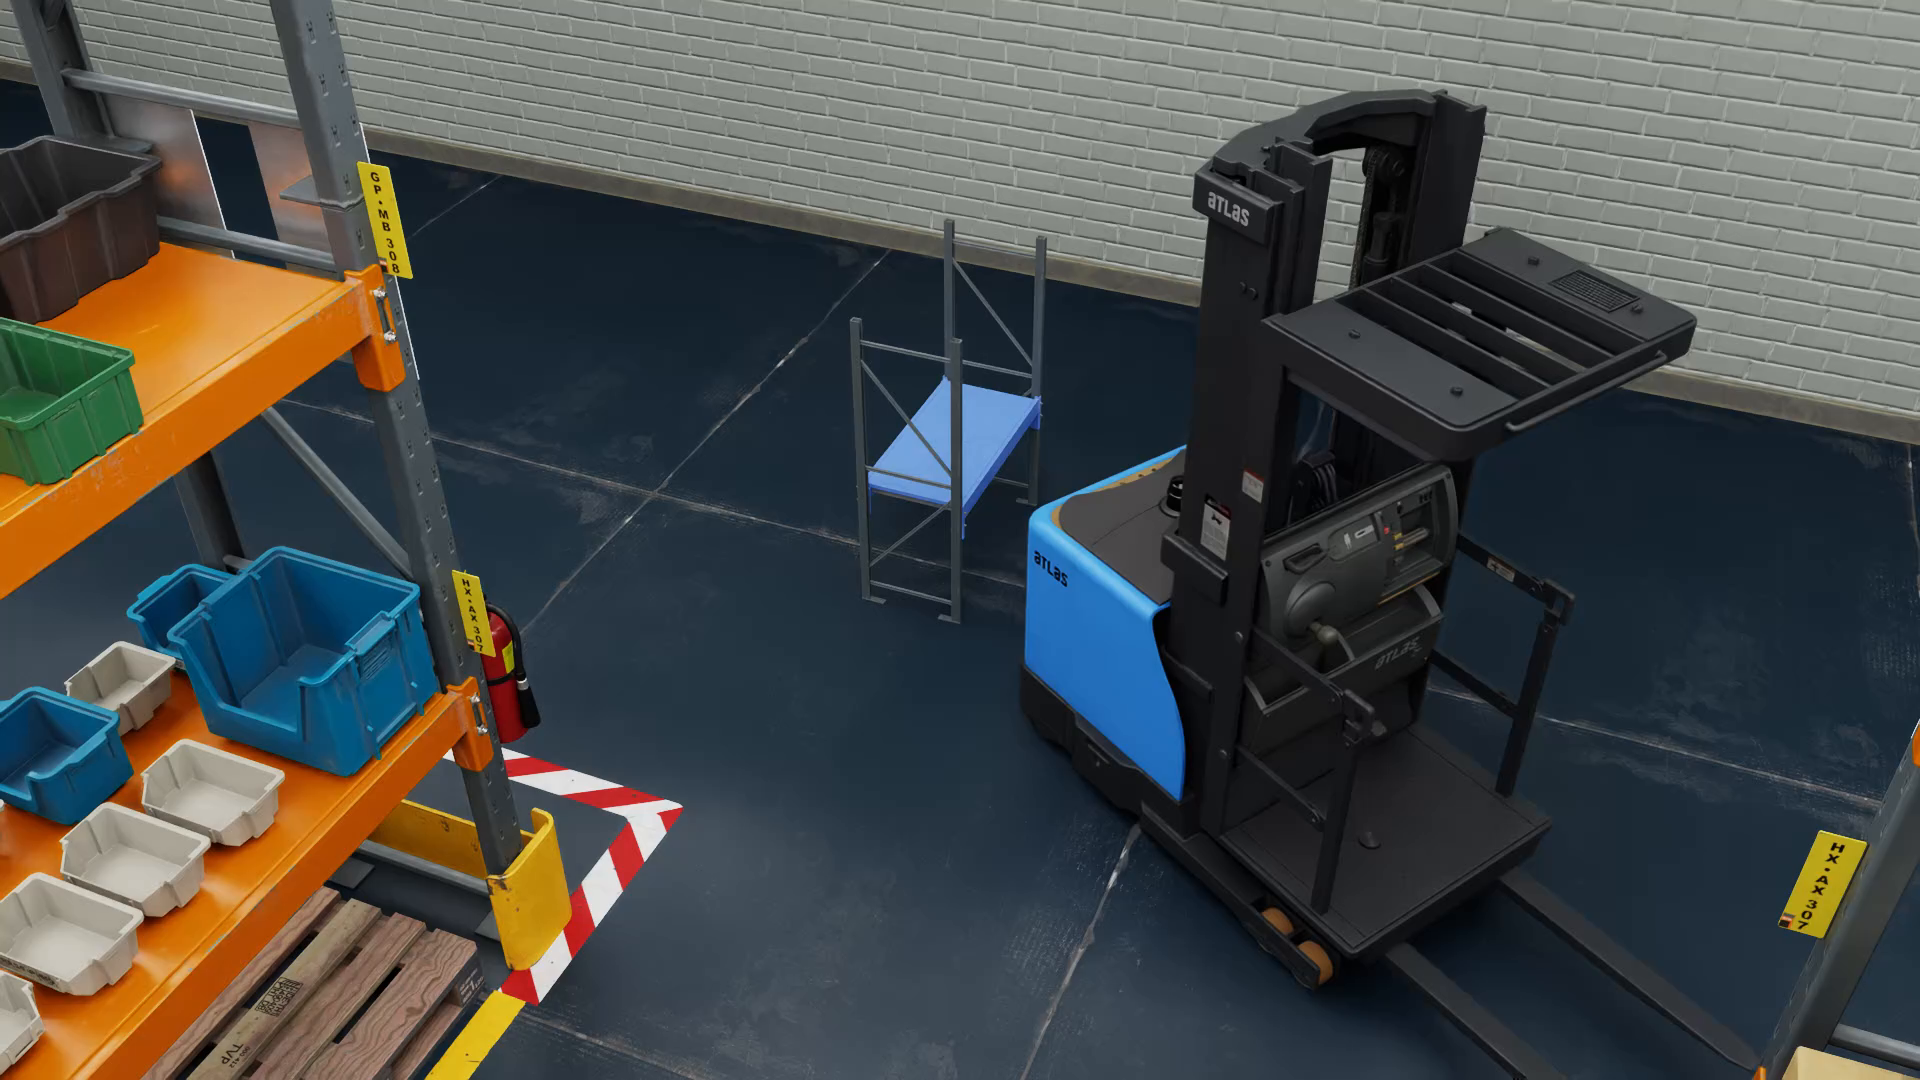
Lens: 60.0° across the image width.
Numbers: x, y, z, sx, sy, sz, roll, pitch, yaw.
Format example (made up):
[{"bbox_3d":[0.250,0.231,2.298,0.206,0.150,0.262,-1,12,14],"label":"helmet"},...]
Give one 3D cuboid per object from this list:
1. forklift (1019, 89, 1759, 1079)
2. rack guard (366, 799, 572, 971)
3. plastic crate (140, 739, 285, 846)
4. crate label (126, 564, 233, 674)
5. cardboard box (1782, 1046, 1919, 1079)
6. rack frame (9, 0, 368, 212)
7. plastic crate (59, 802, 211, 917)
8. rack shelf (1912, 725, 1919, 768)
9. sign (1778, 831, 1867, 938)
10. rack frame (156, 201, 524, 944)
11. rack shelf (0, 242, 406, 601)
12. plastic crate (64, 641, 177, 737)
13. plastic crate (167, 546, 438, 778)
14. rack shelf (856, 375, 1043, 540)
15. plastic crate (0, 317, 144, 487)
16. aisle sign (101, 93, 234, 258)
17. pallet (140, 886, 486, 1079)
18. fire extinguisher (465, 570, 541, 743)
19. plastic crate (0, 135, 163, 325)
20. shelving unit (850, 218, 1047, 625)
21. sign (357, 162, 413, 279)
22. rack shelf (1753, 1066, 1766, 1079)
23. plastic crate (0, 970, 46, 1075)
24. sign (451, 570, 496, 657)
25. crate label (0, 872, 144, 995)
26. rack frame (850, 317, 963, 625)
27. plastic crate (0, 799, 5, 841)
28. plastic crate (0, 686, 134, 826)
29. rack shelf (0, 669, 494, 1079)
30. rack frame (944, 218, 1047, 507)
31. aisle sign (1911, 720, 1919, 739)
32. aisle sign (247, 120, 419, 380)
[{"bbox_3d":[1.520,0.123,5.637,1.130,2.935,3.031,-23,43,-28],"label":"forklift"},{"bbox_3d":[-2.064,1.171,6.266,1.175,0.500,0.348,14,39,18],"label":"rack guard"},{"bbox_3d":[-2.204,0.760,4.898,0.396,0.136,0.243,14,39,18],"label":"plastic crate"},{"bbox_3d":[-2.460,0.290,5.446,0.416,0.233,0.303,14,39,18],"label":"crate label"},{"bbox_3d":[2.087,1.459,3.669,0.500,0.250,0.500,13,39,17],"label":"cardboard box"},{"bbox_3d":[-2.061,-2.217,3.700,1.000,3.000,0.127,14,39,18],"label":"rack frame"},{"bbox_3d":[-2.328,0.917,4.688,0.396,0.136,0.243,14,39,18],"label":"plastic crate"},{"bbox_3d":[1.758,1.508,1.823,1.077,0.370,4.000,14,39,18],"label":"rack shelf"},{"bbox_3d":[2.008,0.806,3.877,0.100,0.325,0.005,14,39,18],"label":"sign"},{"bbox_3d":[-2.061,0.186,5.496,1.000,3.000,0.127,14,39,18],"label":"rack frame"},{"bbox_3d":[-2.822,0.380,3.332,1.077,0.370,4.000,14,39,18],"label":"rack shelf"},{"bbox_3d":[-2.658,0.488,5.262,0.250,0.136,0.298,14,39,18],"label":"plastic crate"},{"bbox_3d":[-2.016,0.375,5.163,0.616,0.435,0.499,14,39,18],"label":"plastic crate"},{"bbox_3d":[-0.032,-0.409,7.845,0.538,0.185,1.000,14,39,18],"label":"rack shelf"},{"bbox_3d":[-2.172,-0.320,3.844,0.450,0.188,0.336,14,39,18],"label":"plastic crate"},{"bbox_3d":[-2.309,-0.963,4.862,0.394,0.787,0.004,14,39,18],"label":"aisle sign"},{"bbox_3d":[-2.411,1.750,5.732,1.003,0.211,1.213,14,39,18],"label":"pallet"},{"bbox_3d":[-1.584,0.386,5.604,0.296,0.674,0.183,14,39,18],"label":"fire extinguisher"},{"bbox_3d":[-2.465,-0.814,4.437,0.497,0.269,0.590,14,39,18],"label":"plastic crate"},{"bbox_3d":[-0.032,-0.554,7.738,0.538,1.500,1.048,14,39,18],"label":"shelving unit"},{"bbox_3d":[-1.546,-0.858,4.474,0.100,0.325,0.005,14,39,18],"label":"sign"},{"bbox_3d":[1.758,2.709,2.721,1.077,0.370,4.000,14,39,18],"label":"rack shelf"},{"bbox_3d":[-2.507,1.245,4.249,0.298,0.136,0.250,14,39,18],"label":"plastic crate"},{"bbox_3d":[-1.546,0.237,5.292,0.100,0.325,0.005,14,39,18],"label":"sign"},{"bbox_3d":[-2.411,1.077,4.474,0.396,0.136,0.243,14,39,18],"label":"crate label"},{"bbox_3d":[-0.226,-0.272,7.361,0.500,1.500,0.032,14,39,18],"label":"rack frame"},{"bbox_3d":[-2.916,0.863,4.760,0.250,0.136,0.298,14,39,18],"label":"plastic crate"},{"bbox_3d":[-2.710,0.655,4.958,0.416,0.233,0.300,14,39,18],"label":"plastic crate"},{"bbox_3d":[-2.822,1.581,4.230,1.077,0.370,4.000,14,39,18],"label":"rack shelf"},{"bbox_3d":[0.161,-0.835,8.114,0.500,1.500,0.032,14,39,18],"label":"rack frame"},{"bbox_3d":[2.269,0.164,3.353,0.394,0.787,0.004,14,39,18],"label":"aisle sign"},{"bbox_3d":[-1.763,-0.829,4.682,0.394,0.787,0.004,14,39,18],"label":"aisle sign"}]
